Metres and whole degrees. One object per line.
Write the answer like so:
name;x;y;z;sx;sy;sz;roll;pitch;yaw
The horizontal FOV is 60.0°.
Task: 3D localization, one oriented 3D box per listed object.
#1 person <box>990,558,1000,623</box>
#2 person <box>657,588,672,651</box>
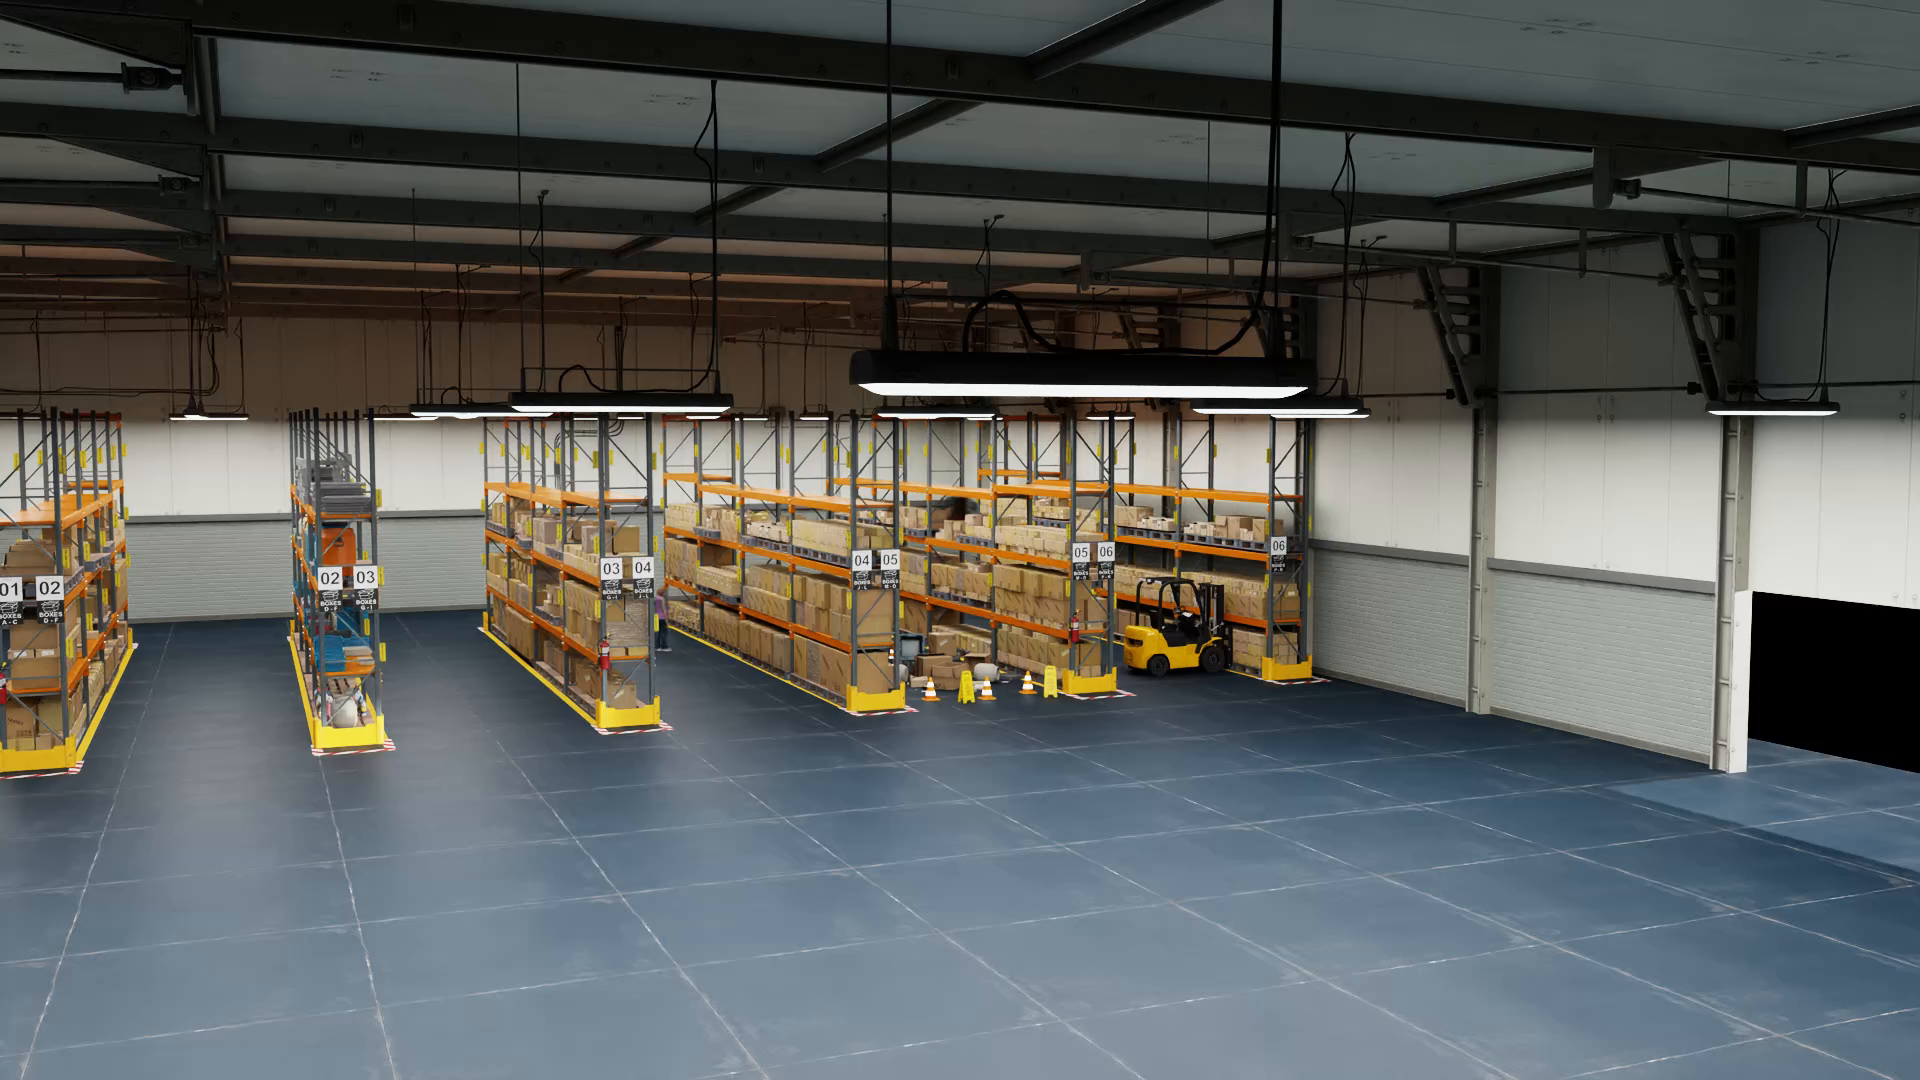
person;0.975;1.351;45.309;0.348;1.791;0.576;-2;4;-23
person;-7.427;2.008;41.692;0.367;1.566;0.478;-3;5;-36
